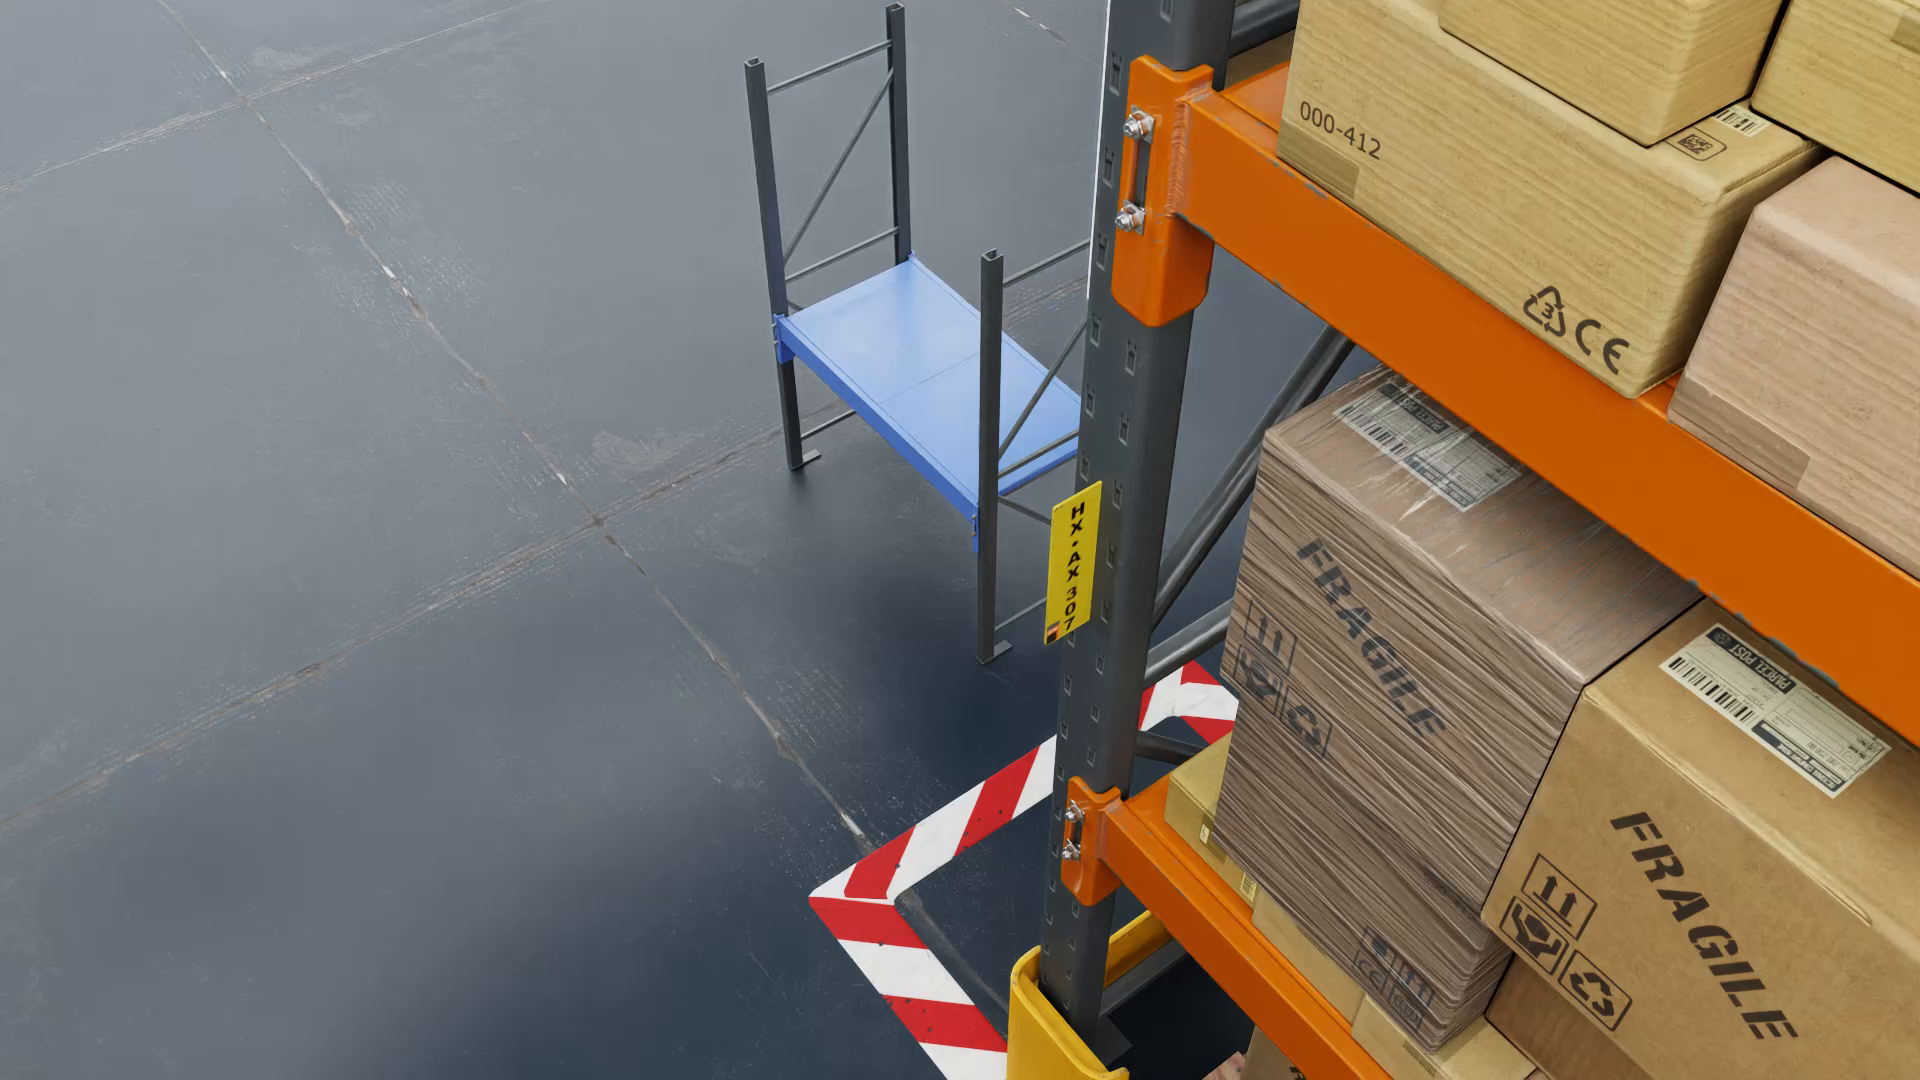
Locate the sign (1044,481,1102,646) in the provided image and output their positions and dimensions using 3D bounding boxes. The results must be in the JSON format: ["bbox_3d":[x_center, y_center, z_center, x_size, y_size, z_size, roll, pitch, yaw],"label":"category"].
[{"bbox_3d":[0.178,0.040,2.605,0.100,0.325,0.005,-29,54,-24],"label":"sign"}]

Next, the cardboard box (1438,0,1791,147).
[{"bbox_3d":[0.673,-0.541,1.524,0.380,0.149,0.250,-28,54,-23],"label":"cardboard box"}]

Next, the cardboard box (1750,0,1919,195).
[{"bbox_3d":[0.924,-0.448,1.439,0.380,0.149,0.250,-30,55,-25],"label":"cardboard box"}]

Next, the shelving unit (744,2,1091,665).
[{"bbox_3d":[-0.052,-0.554,4.740,0.538,1.500,1.048,-29,54,-24],"label":"shelving unit"}]

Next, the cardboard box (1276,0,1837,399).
[{"bbox_3d":[0.696,-0.470,1.728,0.500,0.250,0.500,-28,54,-23],"label":"cardboard box"}]

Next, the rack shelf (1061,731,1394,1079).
[{"bbox_3d":[1.821,1.508,2.344,1.077,0.370,4.000,-29,54,-24],"label":"rack shelf"}]

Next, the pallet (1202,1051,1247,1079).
[{"bbox_3d":[1.120,1.564,3.690,1.003,0.211,1.213,-29,54,-24],"label":"pallet"}]

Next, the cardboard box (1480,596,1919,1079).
[{"bbox_3d":[1.023,0.363,1.954,0.500,0.500,0.500,-29,54,-24],"label":"cardboard box"}]

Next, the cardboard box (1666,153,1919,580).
[{"bbox_3d":[1.013,-0.168,1.455,0.500,0.250,0.500,-31,55,-25],"label":"cardboard box"}]

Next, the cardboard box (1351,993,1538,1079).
[{"bbox_3d":[0.868,0.757,2.709,0.380,0.149,0.250,-29,54,-24],"label":"cardboard box"}]

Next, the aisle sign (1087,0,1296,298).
[{"bbox_3d":[0.334,-0.688,2.094,0.394,0.787,0.004,-29,54,-24],"label":"aisle sign"}]

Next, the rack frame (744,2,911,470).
[{"bbox_3d":[-0.359,-0.854,5.012,0.500,1.500,0.032,-29,54,-24],"label":"rack frame"}]

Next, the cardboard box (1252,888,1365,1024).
[{"bbox_3d":[0.729,0.603,2.848,0.380,0.149,0.250,-29,54,-24],"label":"cardboard box"}]

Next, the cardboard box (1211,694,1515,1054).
[{"bbox_3d":[0.921,0.290,2.694,0.875,0.500,0.500,-29,54,-24],"label":"cardboard box"}]

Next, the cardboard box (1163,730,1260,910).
[{"bbox_3d":[0.593,0.447,2.990,0.380,0.149,0.250,-29,54,-24],"label":"cardboard box"}]

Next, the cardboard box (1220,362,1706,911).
[{"bbox_3d":[0.726,0.065,2.224,0.500,0.500,0.500,-29,54,-24],"label":"cardboard box"}]

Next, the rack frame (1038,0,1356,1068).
[{"bbox_3d":[0.610,0.087,3.146,1.000,3.000,0.127,-29,54,-24],"label":"rack frame"}]

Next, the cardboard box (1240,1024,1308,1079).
[{"bbox_3d":[0.975,1.162,3.576,0.500,0.500,0.500,-20,51,-17],"label":"cardboard box"}]

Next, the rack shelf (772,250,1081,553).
[{"bbox_3d":[-0.052,-0.433,4.873,0.538,0.185,1.000,-29,54,-24],"label":"rack shelf"}]

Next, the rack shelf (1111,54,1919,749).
[{"bbox_3d":[1.821,0.501,1.232,1.077,0.370,4.000,-29,54,-24],"label":"rack shelf"}]

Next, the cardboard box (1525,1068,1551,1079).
[{"bbox_3d":[1.036,0.895,2.584,0.380,0.149,0.250,-29,54,-24],"label":"cardboard box"}]

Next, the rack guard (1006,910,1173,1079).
[{"bbox_3d":[0.656,0.972,4.032,1.175,0.500,0.348,-29,54,-24],"label":"rack guard"}]

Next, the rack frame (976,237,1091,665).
[{"bbox_3d":[0.256,-0.254,4.468,0.500,1.500,0.032,-29,54,-24],"label":"rack frame"}]

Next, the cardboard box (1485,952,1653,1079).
[{"bbox_3d":[1.319,0.531,2.475,0.875,0.500,0.500,-29,54,-24],"label":"cardboard box"}]
